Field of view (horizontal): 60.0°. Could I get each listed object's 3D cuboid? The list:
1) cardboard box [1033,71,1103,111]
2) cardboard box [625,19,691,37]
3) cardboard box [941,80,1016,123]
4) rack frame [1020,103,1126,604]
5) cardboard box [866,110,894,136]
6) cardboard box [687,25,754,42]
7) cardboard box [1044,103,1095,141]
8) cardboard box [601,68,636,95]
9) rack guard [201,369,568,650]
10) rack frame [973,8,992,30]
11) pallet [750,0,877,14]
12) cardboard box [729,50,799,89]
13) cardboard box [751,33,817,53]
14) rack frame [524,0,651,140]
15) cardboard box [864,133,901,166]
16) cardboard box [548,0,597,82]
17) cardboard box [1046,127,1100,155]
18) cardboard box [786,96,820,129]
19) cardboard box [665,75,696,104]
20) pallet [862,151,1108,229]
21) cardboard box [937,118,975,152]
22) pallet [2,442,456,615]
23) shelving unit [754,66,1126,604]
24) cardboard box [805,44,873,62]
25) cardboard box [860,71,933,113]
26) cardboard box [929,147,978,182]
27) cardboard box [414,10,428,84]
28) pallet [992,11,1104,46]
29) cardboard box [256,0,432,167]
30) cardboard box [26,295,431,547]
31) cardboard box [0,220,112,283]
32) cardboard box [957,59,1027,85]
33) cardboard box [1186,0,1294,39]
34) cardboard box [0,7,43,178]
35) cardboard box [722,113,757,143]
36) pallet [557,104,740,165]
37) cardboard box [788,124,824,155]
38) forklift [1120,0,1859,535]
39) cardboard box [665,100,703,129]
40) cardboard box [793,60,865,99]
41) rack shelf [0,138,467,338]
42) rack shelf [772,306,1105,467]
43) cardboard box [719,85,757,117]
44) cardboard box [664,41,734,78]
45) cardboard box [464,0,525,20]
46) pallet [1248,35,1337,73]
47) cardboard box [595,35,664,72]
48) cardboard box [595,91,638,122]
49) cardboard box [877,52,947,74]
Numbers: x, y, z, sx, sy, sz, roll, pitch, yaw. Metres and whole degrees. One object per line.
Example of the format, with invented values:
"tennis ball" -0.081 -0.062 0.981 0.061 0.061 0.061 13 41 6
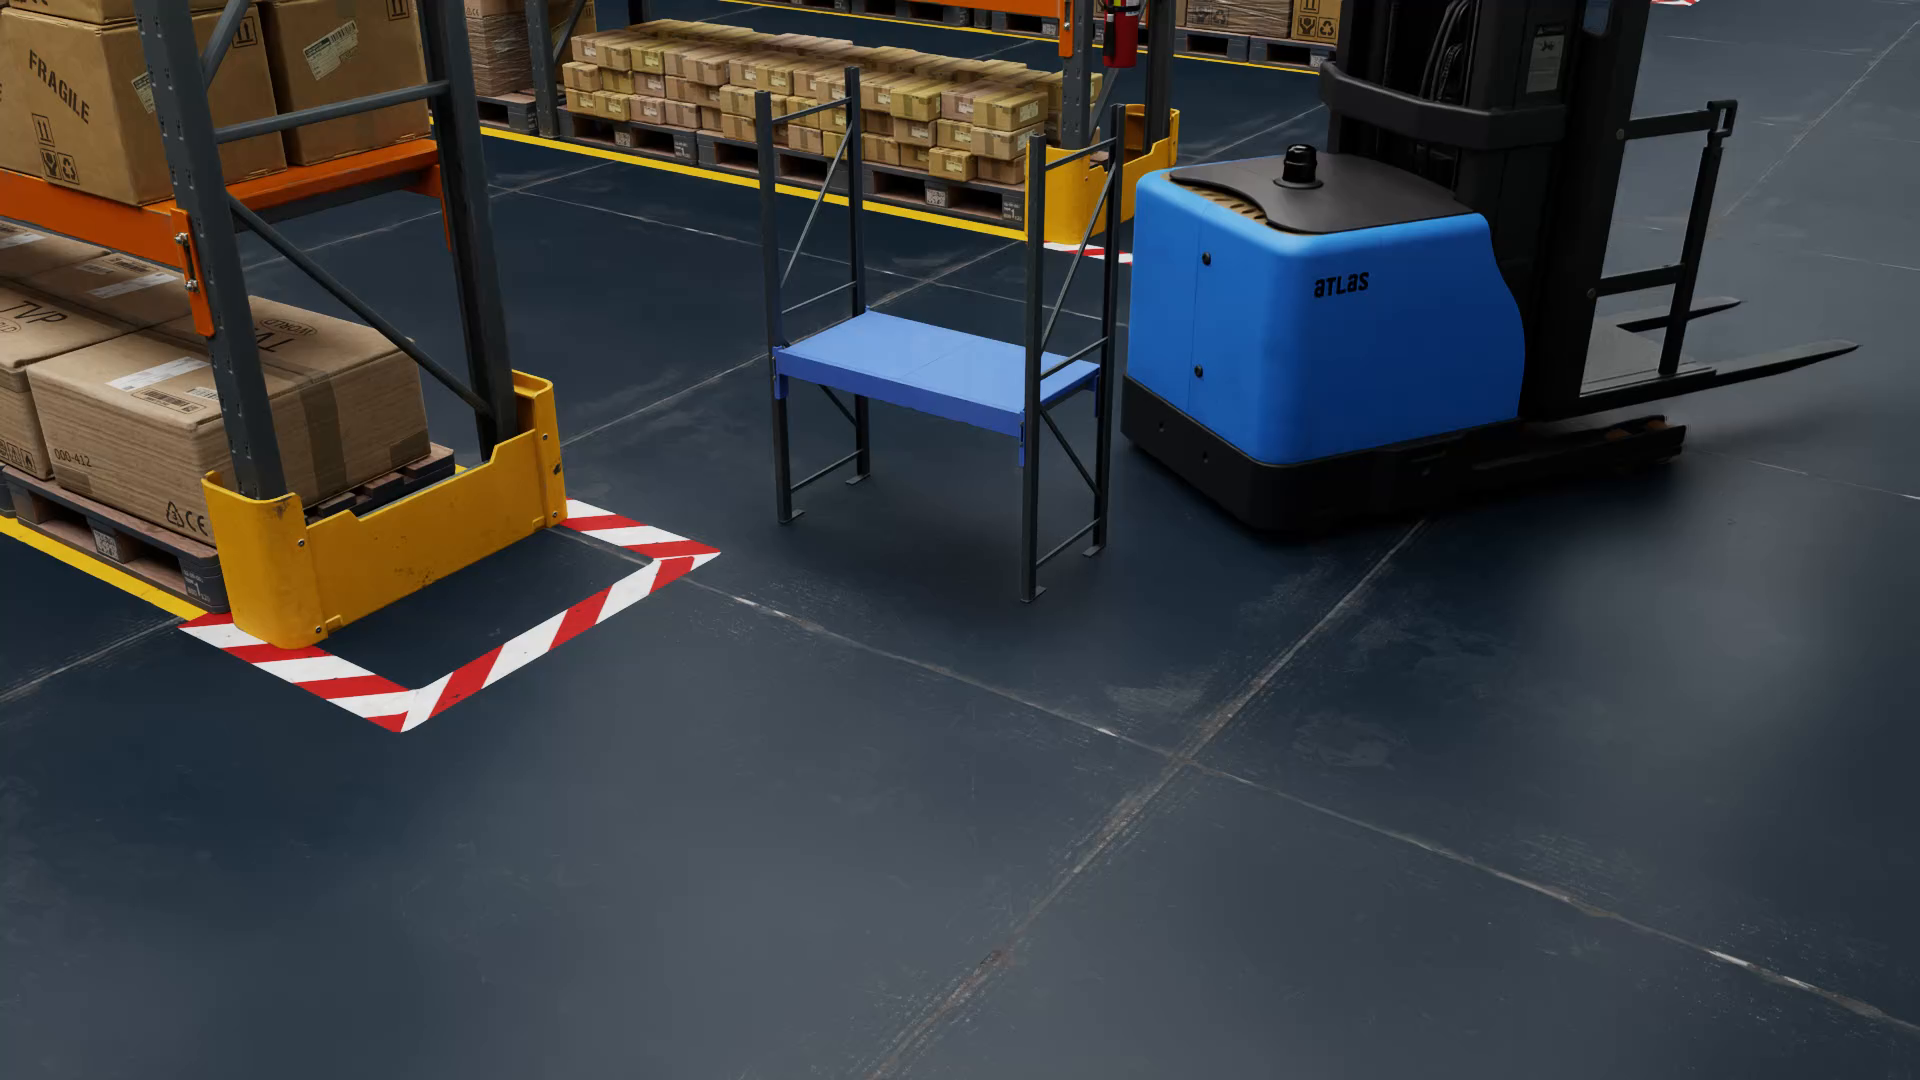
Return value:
"cardboard box" 0.619 -2.577 9.531 0.250 0.149 0.380 16 31 28
"cardboard box" -1.998 -3.349 11.047 0.250 0.149 0.380 18 32 32
"cardboard box" 0.104 -2.443 9.267 0.250 0.149 0.380 18 32 31
"rack frame" 0.349 -0.560 5.196 0.032 1.500 0.500 17 32 30
"cardboard box" -0.331 -2.452 9.613 0.250 0.149 0.380 17 31 30
"cardboard box" -1.556 -3.236 10.827 0.250 0.149 0.380 17 32 30
"cardboard box" 0.572 -2.413 9.537 0.250 0.149 0.380 19 32 32
"cardboard box" -2.062 -2.966 10.623 0.250 0.149 0.380 18 32 31
"rack guard" -1.841 -0.137 5.468 0.348 0.500 1.175 17 32 30
"rack frame" 0.452 -5.989 14.211 0.127 3.000 1.000 17 32 30
"pallet" -1.236 -5.229 15.793 1.213 0.211 1.003 17 32 30
"cardboard box" -1.180 -2.844 10.055 0.250 0.149 0.380 16 31 28
"cardboard box" -1.111 -3.106 10.570 0.250 0.149 0.380 16 31 28
"rack frame" -2.439 -4.161 10.619 0.127 3.000 1.000 17 32 30
"cardboard box" -0.343 -2.294 9.631 0.250 0.149 0.380 18 32 31
"cardboard box" -2.898 -3.523 11.658 0.500 0.500 0.500 19 32 32
"cardboard box" 0.608 -2.304 9.651 0.250 0.149 0.380 18 32 31
"cardboard box" -0.803 -2.545 9.797 0.250 0.149 0.380 19 33 33
"cardboard box" -1.620 -2.846 10.388 0.250 0.149 0.380 16 31 28
"pallet" 0.146 -2.132 9.707 1.213 0.211 1.003 17 32 30
"cardboard box" 0.077 -2.299 9.312 0.250 0.149 0.380 16 31 29
"pallet" -2.565 -0.190 5.891 1.213 0.211 1.003 17 32 30
"shelving unit" -0.070 -0.690 5.453 1.048 1.500 0.538 17 32 30
"cardboard box" -0.739 -2.936 10.237 0.250 0.149 0.380 17 32 30
"cardboard box" -0.359 -2.552 9.481 0.250 0.149 0.380 16 31 28
"cardboard box" 0.037 -2.136 9.320 0.250 0.149 0.380 18 32 32
"cardboard box" -3.614 -3.462 11.538 0.500 0.500 0.500 16 31 29
"pallet" 1.035 -4.522 14.403 1.213 0.211 1.003 17 32 30
"cardboard box" -2.094 -1.532 5.343 0.500 0.500 0.500 17 32 30
"cardboard box" -2.462 -0.434 5.658 0.875 0.438 0.875 16 31 29
"cardboard box" -3.963 -0.899 6.570 0.875 0.438 0.875 16 31 29
"cardboard box" 0.188 -2.715 9.803 0.250 0.149 0.380 17 32 30
"cardboard box" 2.427 -4.570 13.303 0.875 0.875 0.875 17 32 30
"cardboard box" -2.814 -1.461 5.204 0.500 0.500 0.500 17 31 29
"cardboard box" -1.228 -2.546 10.125 0.250 0.149 0.380 16 31 29
"pallet" -1.865 -2.759 10.938 1.213 0.211 1.003 17 32 30
"cardboard box" -0.803 -2.414 9.866 0.250 0.149 0.380 18 32 31
"forklift" 2.180 -1.759 5.974 3.031 2.935 1.130 -12 29 -22
"cardboard box" -1.630 -2.705 10.437 0.250 0.149 0.380 17 31 29
"cardboard box" -0.767 -2.709 9.790 0.250 0.149 0.380 16 31 29
"rack shelf" -3.510 -1.450 6.085 4.000 0.370 1.077 17 32 30
"rack shelf" -0.070 -0.530 5.534 1.000 0.185 0.538 17 32 30
"cardboard box" -1.234 -2.678 10.058 0.250 0.149 0.380 17 32 30
"cardboard box" -1.615 -2.979 10.320 0.250 0.149 0.380 16 31 29
"cardboard box" -3.196 -3.665 11.110 0.500 0.250 0.500 16 31 29
"pallet" 3.046 -3.895 13.172 1.213 0.211 1.003 17 32 30
"cardboard box" -2.079 -3.084 10.527 0.250 0.149 0.380 19 33 33
"cardboard box" -2.101 -2.795 10.616 0.250 0.149 0.380 18 32 32
"cardboard box" -0.286 -2.823 10.014 0.250 0.149 0.380 19 32 32
